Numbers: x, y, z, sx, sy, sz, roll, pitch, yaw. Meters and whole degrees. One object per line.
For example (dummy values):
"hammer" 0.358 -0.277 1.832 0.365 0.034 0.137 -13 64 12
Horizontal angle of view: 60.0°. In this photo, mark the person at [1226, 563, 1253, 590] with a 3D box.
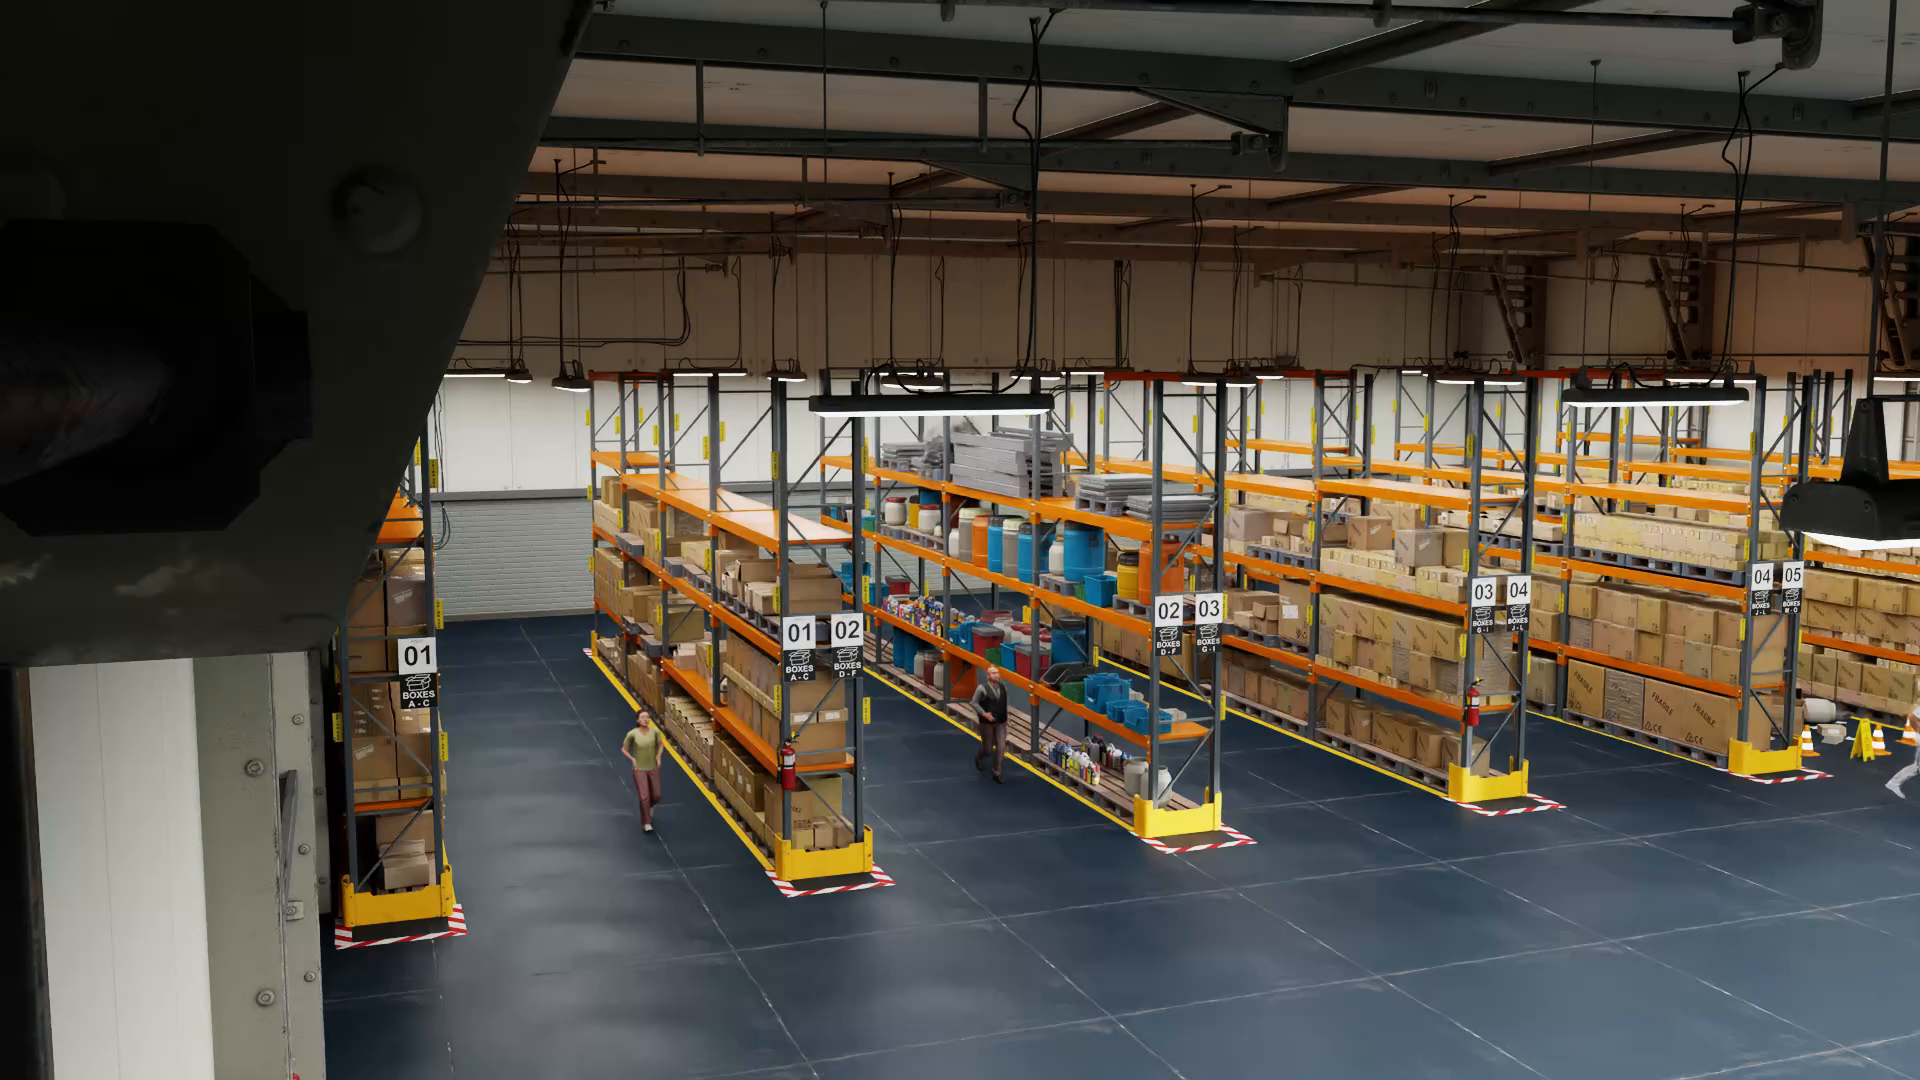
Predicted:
"person" 6.242 1.064 36.836 0.737 1.138 0.629 -2 7 -17

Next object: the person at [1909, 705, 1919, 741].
"person" 13.546 2.453 23.134 0.648 0.770 0.682 3 7 25

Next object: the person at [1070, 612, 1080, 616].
"person" 2.181 1.650 31.136 0.616 0.785 0.469 -3 7 -25

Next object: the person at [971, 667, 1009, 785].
"person" 0.467 2.731 24.781 0.665 1.713 0.821 -3 7 -24

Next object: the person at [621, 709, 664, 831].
"person" -4.219 3.048 22.215 0.578 1.619 0.569 -3 7 -23
